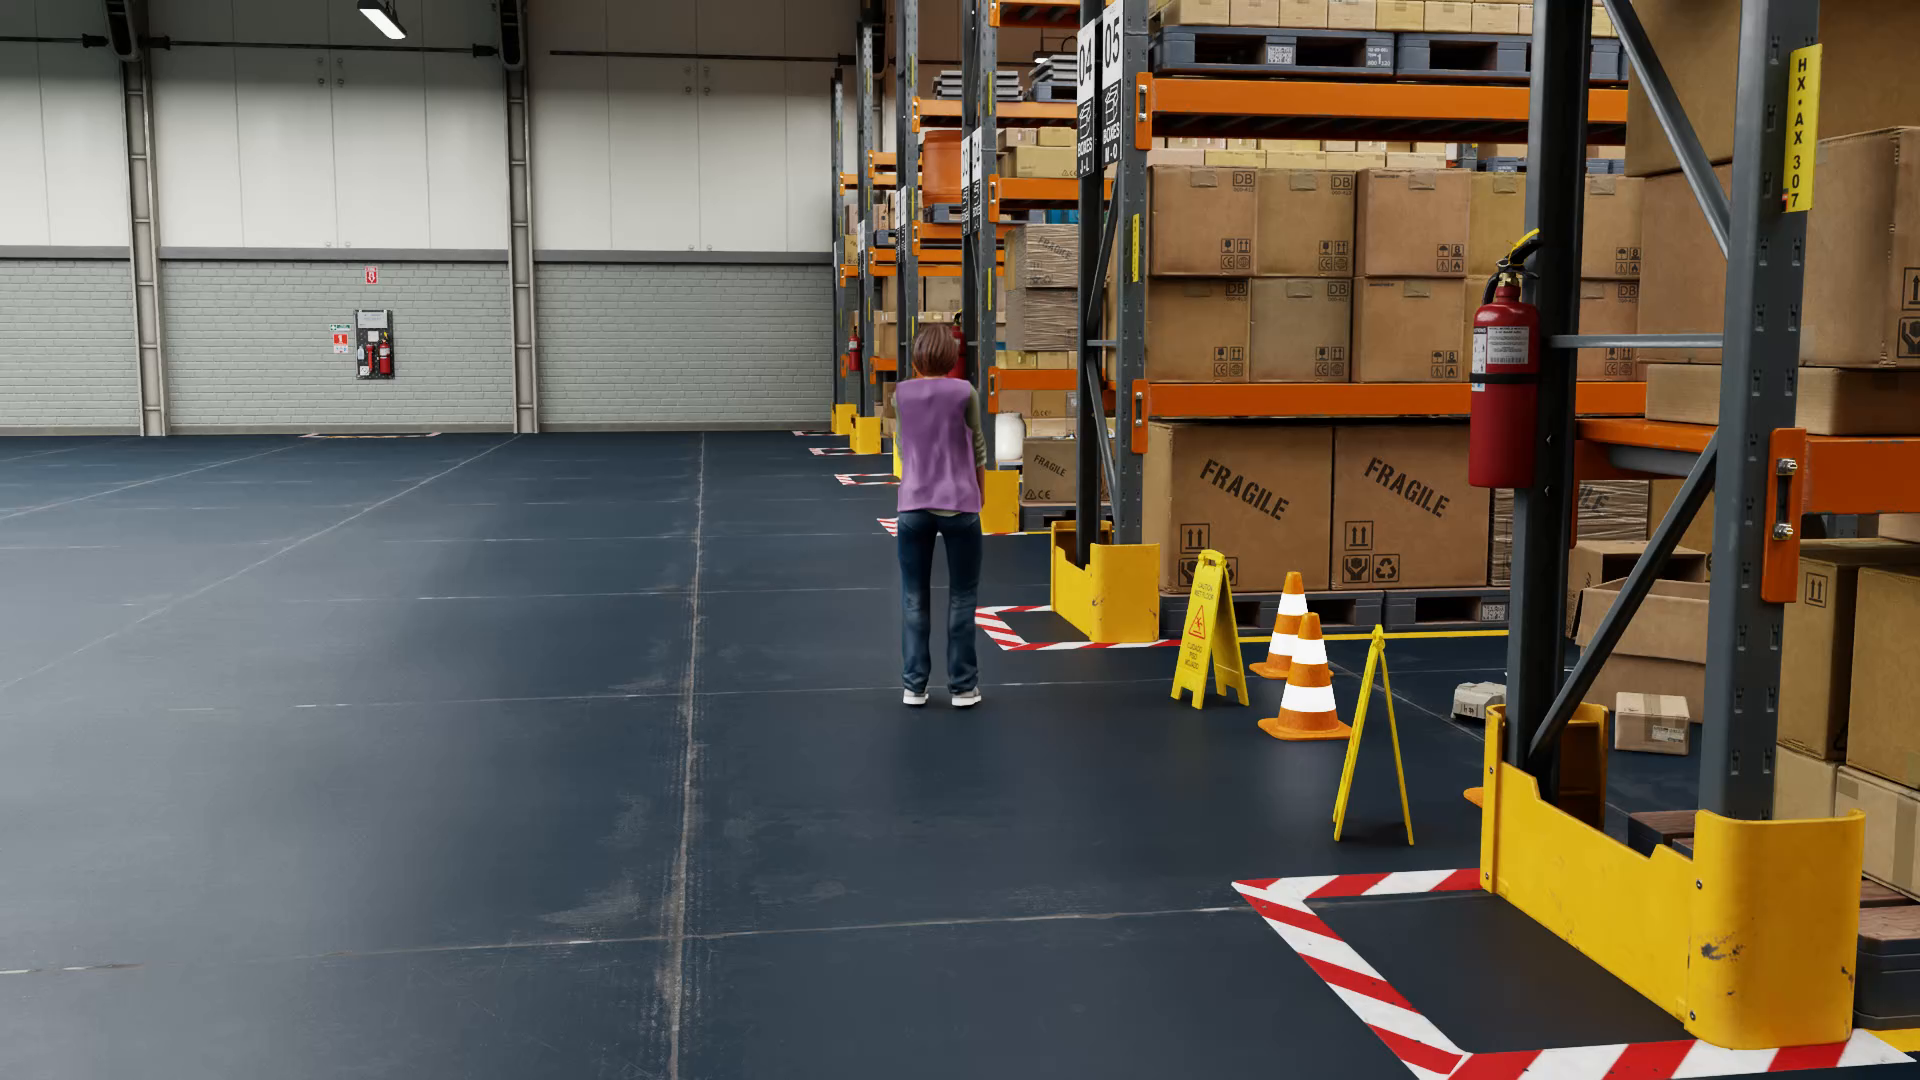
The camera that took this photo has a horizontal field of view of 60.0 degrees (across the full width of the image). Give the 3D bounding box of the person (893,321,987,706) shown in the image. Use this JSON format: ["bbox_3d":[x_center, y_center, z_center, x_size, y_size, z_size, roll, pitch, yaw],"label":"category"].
[{"bbox_3d":[-0.081,-0.108,6.980,0.380,1.594,0.495,1,7,8],"label":"person"}]
